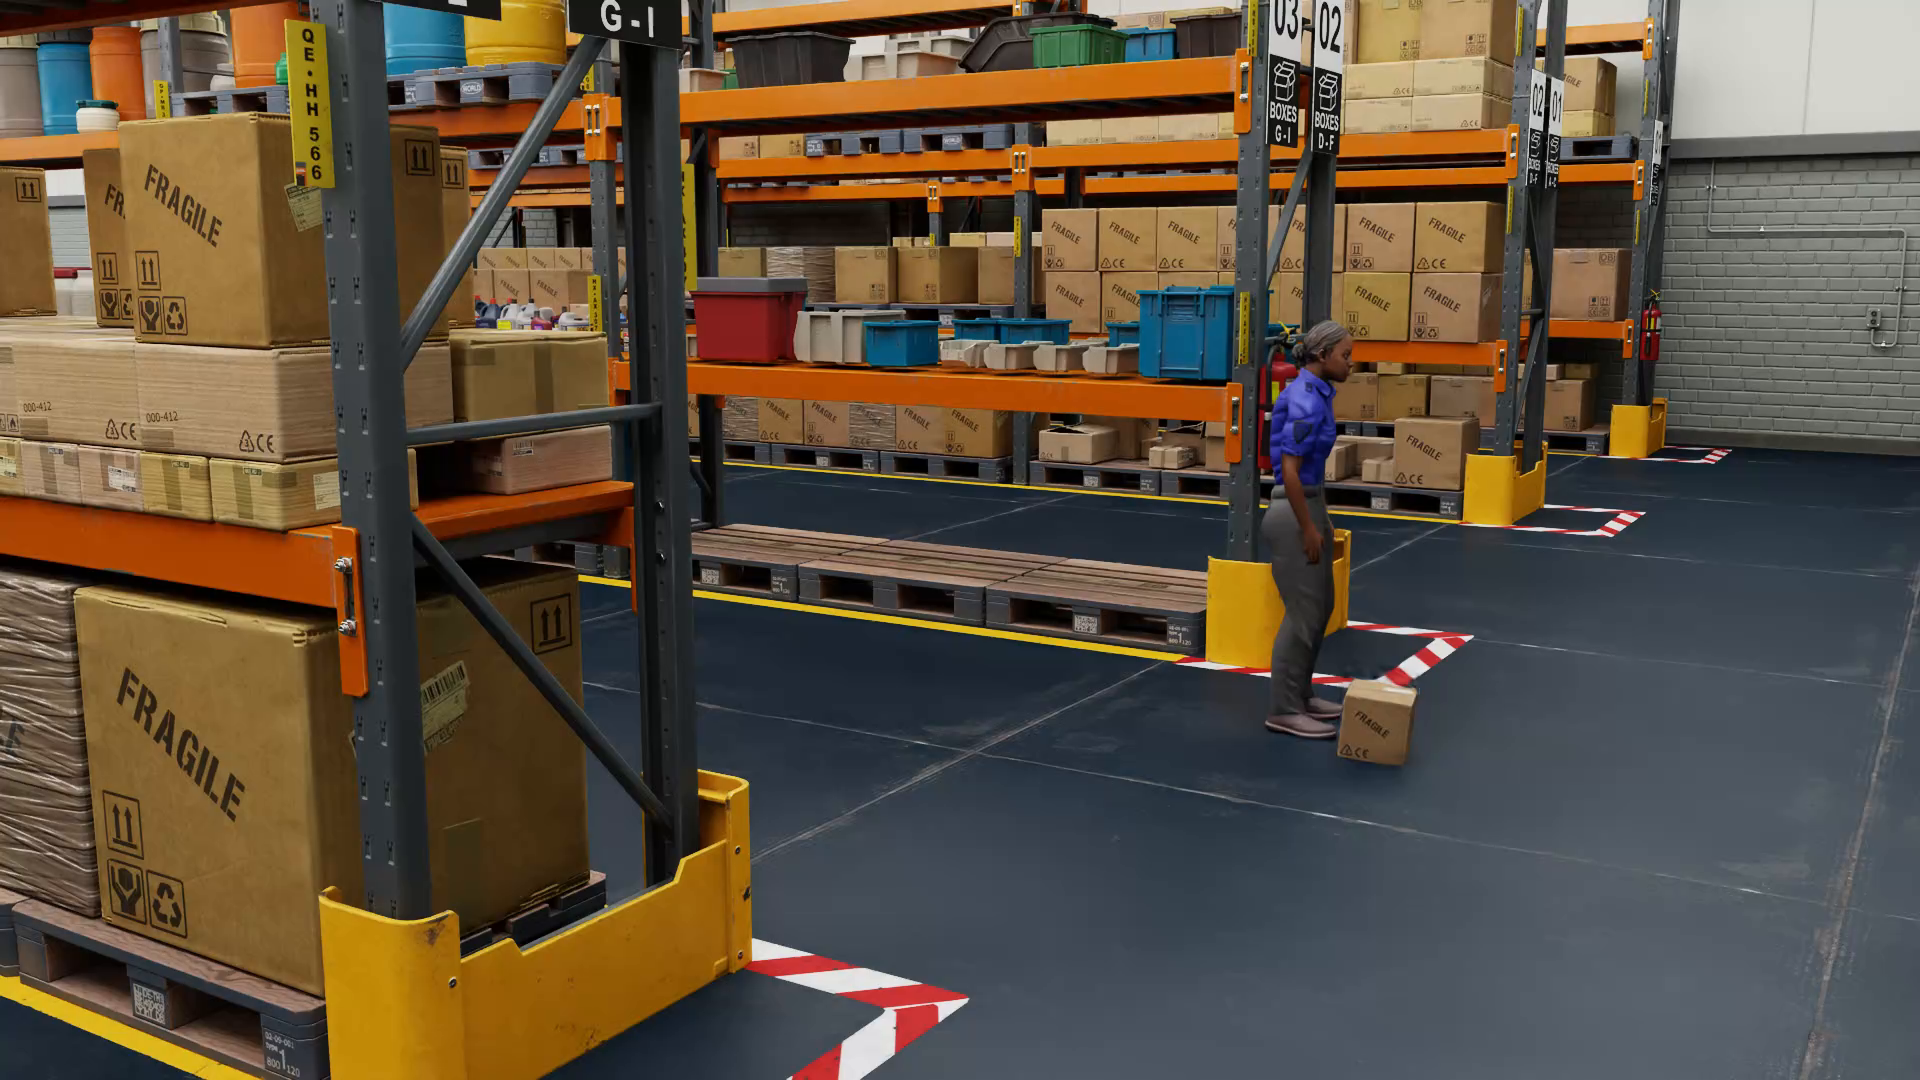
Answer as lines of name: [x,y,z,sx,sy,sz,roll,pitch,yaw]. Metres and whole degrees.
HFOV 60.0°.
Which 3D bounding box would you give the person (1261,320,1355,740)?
person: [1.407,-0.060,6.754,0.345,1.656,0.503,3,10,19]
